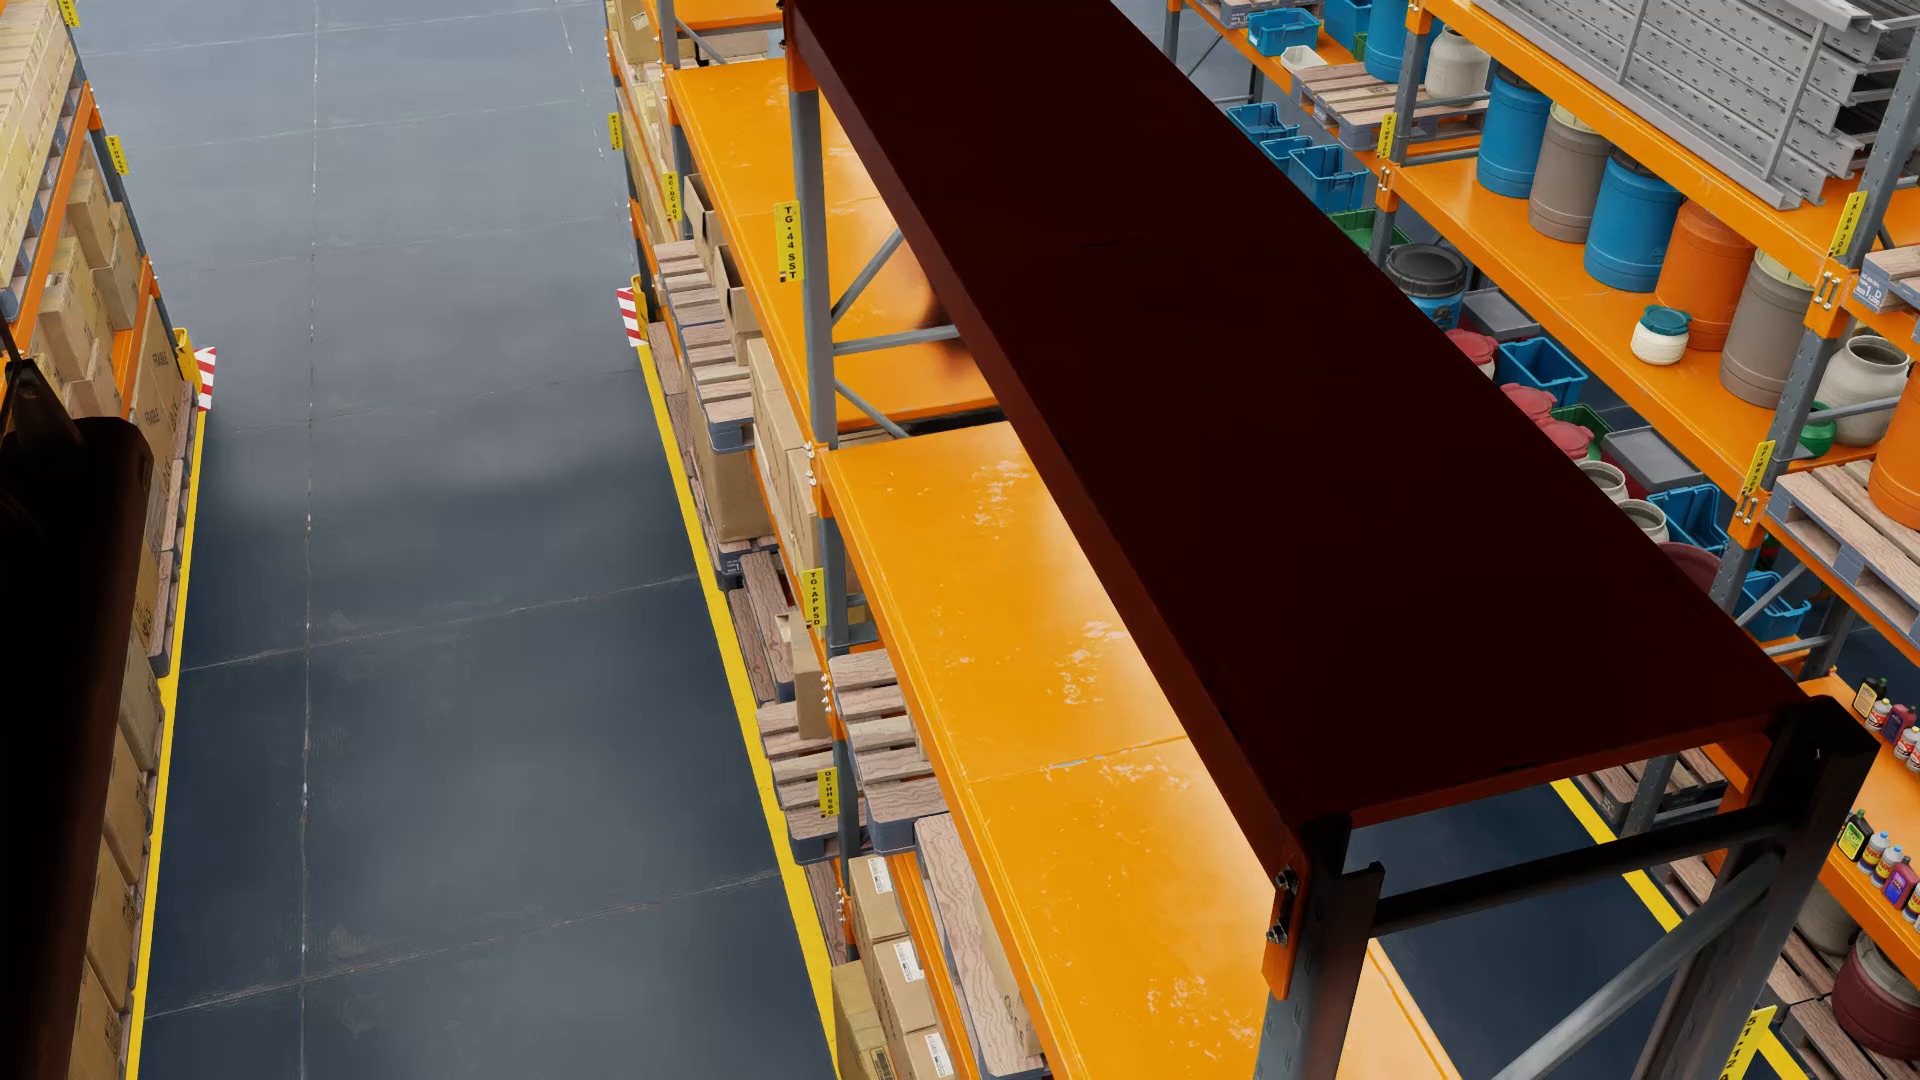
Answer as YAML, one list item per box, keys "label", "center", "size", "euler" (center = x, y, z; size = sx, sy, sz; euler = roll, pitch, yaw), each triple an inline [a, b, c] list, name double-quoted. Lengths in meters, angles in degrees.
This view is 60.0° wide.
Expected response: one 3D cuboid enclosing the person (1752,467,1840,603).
- label: "person"
  center: [6.089, -0.304, 11.817]
  size: [0.661, 1.740, 0.809]
  euler: [-19, 42, -23]
